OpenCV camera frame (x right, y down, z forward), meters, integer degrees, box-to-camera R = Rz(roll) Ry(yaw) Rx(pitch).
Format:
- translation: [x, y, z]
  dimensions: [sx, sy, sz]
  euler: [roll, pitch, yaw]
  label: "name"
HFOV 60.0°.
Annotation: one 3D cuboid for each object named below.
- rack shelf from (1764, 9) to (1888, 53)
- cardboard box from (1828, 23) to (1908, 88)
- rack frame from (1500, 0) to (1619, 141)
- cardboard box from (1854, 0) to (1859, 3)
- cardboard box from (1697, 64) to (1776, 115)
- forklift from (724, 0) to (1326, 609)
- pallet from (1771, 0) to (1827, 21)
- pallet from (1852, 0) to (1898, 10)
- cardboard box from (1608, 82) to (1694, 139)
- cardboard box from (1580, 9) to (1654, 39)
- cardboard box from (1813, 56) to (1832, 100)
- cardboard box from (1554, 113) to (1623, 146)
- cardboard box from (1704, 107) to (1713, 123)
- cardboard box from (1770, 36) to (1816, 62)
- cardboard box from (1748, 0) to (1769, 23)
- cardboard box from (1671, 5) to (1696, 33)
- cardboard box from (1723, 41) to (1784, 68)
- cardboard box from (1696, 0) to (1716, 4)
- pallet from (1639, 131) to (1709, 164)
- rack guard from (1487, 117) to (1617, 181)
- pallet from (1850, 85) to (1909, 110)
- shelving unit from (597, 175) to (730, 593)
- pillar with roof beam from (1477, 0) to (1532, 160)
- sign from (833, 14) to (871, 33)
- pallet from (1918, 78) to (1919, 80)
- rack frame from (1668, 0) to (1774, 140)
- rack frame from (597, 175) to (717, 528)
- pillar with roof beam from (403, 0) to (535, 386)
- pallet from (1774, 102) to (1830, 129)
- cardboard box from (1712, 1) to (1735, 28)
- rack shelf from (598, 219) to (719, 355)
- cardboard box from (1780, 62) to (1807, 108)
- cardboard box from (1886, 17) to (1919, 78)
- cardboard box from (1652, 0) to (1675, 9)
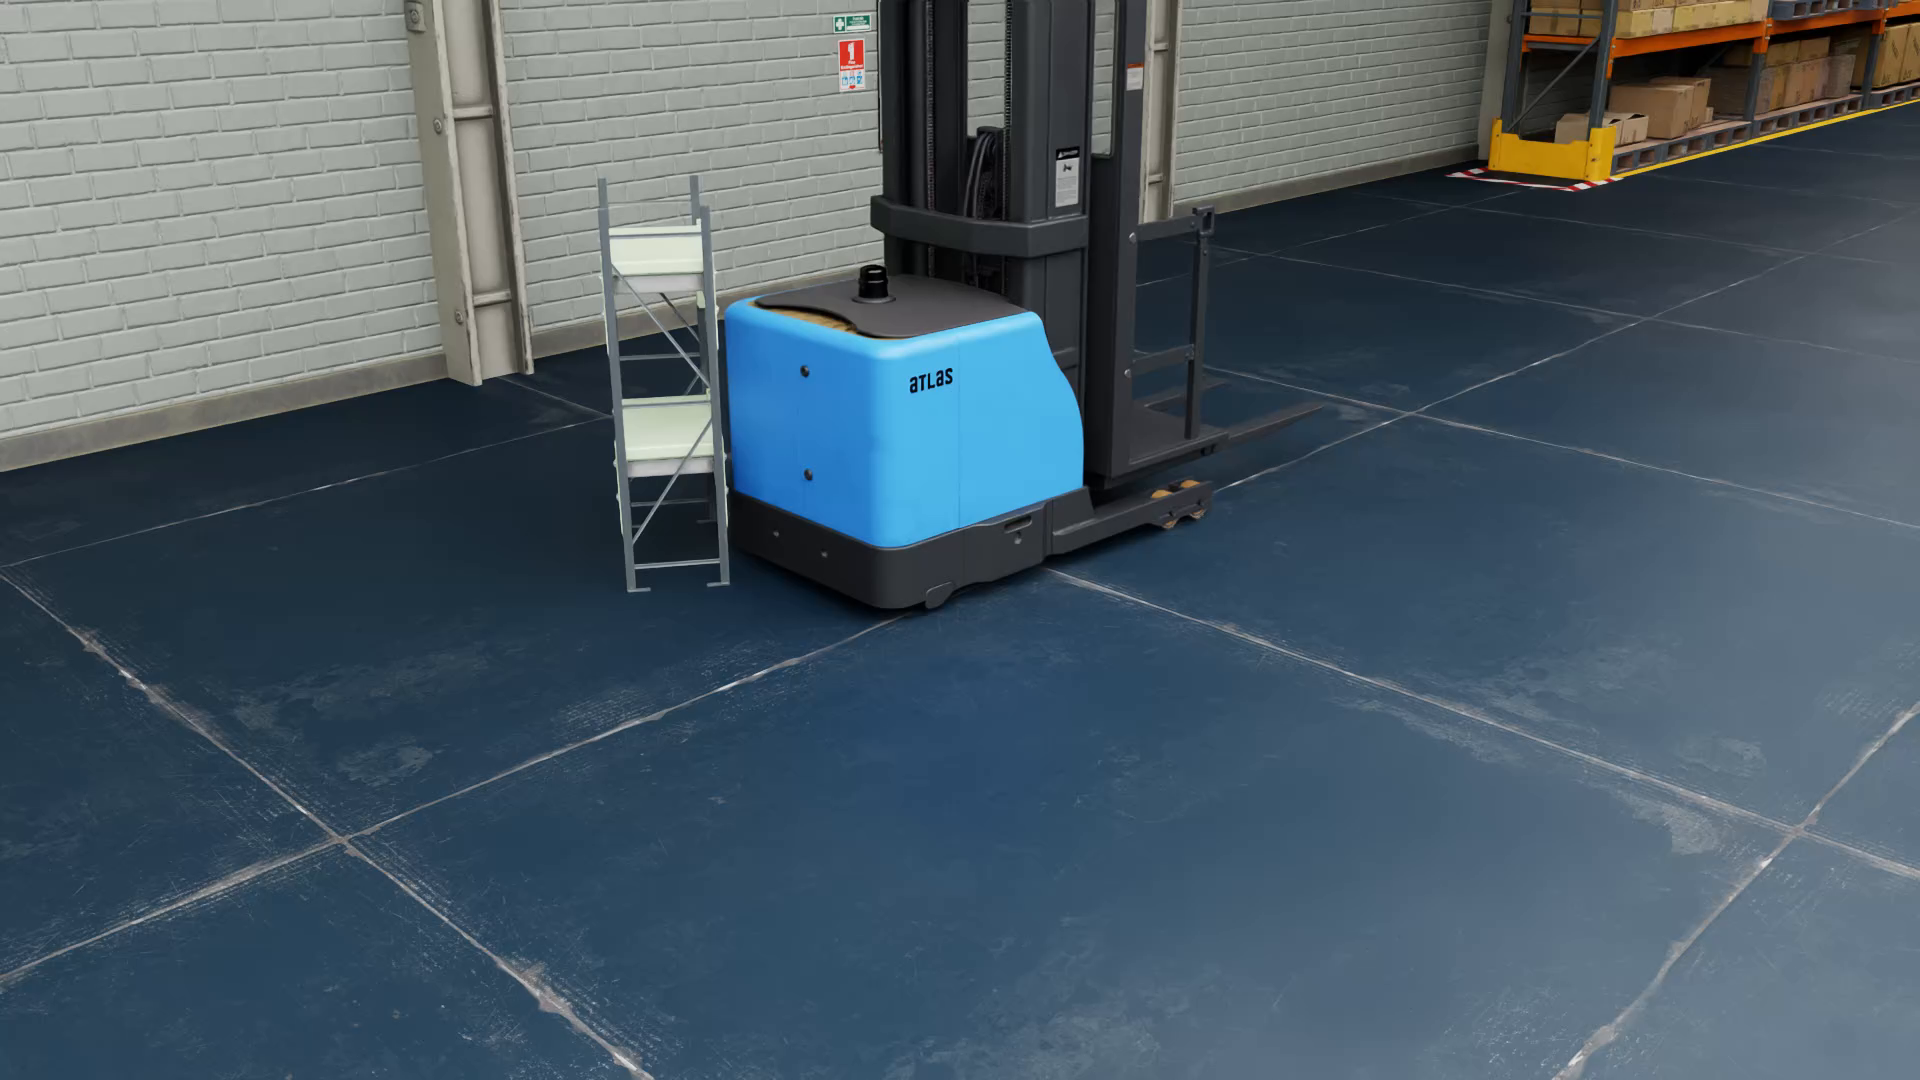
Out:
- translation: [9.993, -6.245, 20.143]
  dimensions: [1.077, 0.370, 4.000]
  euler: [19, 28, 41]
  label: "rack shelf"
- translation: [11.995, -6.443, 22.069]
  dimensions: [0.750, 0.750, 0.750]
  euler: [19, 28, 40]
  label: "cardboard box"
- translation: [5.807, -5.038, 16.002]
  dimensions: [1.000, 3.000, 0.127]
  euler: [19, 28, 41]
  label: "rack frame"
- translation: [11.784, -7.013, 21.463]
  dimensions: [0.380, 0.149, 0.250]
  euler: [19, 28, 40]
  label: "cardboard box"
- translation: [9.099, -5.298, 19.549]
  dimensions: [0.500, 0.500, 0.700]
  euler: [-19, 28, -40]
  label: "cardboard box"
- translation: [0.475, -1.537, 6.989]
  dimensions: [3.031, 2.935, 1.130]
  euler: [-19, 28, -40]
  label: "forklift"
- translation: [9.235, -6.137, 19.128]
  dimensions: [1.003, 0.211, 1.213]
  euler: [19, 28, 41]
  label: "pallet"
- translation: [10.968, -6.795, 20.840]
  dimensions: [1.213, 0.211, 1.003]
  euler: [19, 28, 41]
  label: "pallet"
- translation: [7.300, -4.555, 17.615]
  dimensions: [0.700, 0.500, 0.500]
  euler: [17, 27, 37]
  label: "cardboard box"
- translation: [6.375, -5.024, 16.145]
  dimensions: [0.500, 0.250, 0.500]
  euler: [18, 28, 39]
  label: "cardboard box"
- translation: [10.481, -5.832, 20.937]
  dimensions: [0.700, 0.500, 0.500]
  euler: [19, 28, 41]
  label: "cardboard box"
- translation: [6.355, -4.144, 16.809]
  dimensions: [0.500, 0.311, 0.500]
  euler: [15, 26, 35]
  label: "cardboard box"
- translation: [8.246, -4.804, 18.729]
  dimensions: [0.380, 0.166, 0.250]
  euler: [15, 26, 34]
  label: "cardboard box"
- translation: [10.126, -6.021, 20.384]
  dimensions: [0.500, 0.250, 0.500]
  euler: [19, 28, 40]
  label: "cardboard box"
- translation: [8.485, -5.808, 18.186]
  dimensions: [0.500, 0.250, 0.500]
  euler: [19, 28, 41]
  label: "cardboard box"
- translation: [7.087, -5.290, 16.838]
  dimensions: [0.500, 0.250, 0.500]
  euler: [19, 28, 40]
  label: "cardboard box"
- translation: [9.404, -5.762, 19.712]
  dimensions: [0.500, 0.250, 0.500]
  euler: [19, 28, 40]
  label: "cardboard box"
- translation: [7.424, -5.767, 17.033]
  dimensions: [0.500, 0.500, 0.500]
  euler: [-19, 28, -40]
  label: "cardboard box"
- translation: [7.304, -4.268, 17.885]
  dimensions: [1.003, 0.211, 1.213]
  euler: [19, 28, 41]
  label: "pallet"
- translation: [5.861, -3.891, 16.501]
  dimensions: [1.175, 0.500, 0.348]
  euler: [19, 28, 41]
  label: "rack guard"
- translation: [11.992, -5.977, 22.330]
  dimensions: [1.003, 0.211, 1.213]
  euler: [19, 28, 41]
  label: "pallet"
- translation: [-1.186, -0.638, 6.645]
  dimensions: [0.431, 1.500, 0.755]
  euler: [-4, 21, -11]
  label: "shelving unit"
- translation: [8.761, -7.157, 13.154]
  dimensions: [9.100, 9.000, 0.400]
  euler: [19, 28, 41]
  label: "pillar with roof beam"
- translation: [-0.711, -3.413, 10.986]
  dimensions: [0.001, 0.109, 0.331]
  euler: [19, 28, 41]
  label: "sign"
- translation: [13.694, -6.604, 23.962]
  dimensions: [1.003, 0.211, 1.213]
  euler: [19, 28, 41]
  label: "pallet"
- translation: [8.598, -6.066, 18.677]
  dimensions: [1.000, 3.000, 0.127]
  euler: [19, 28, 41]
  label: "rack frame"
- translation: [-1.259, -0.767, 6.979]
  dimensions: [0.400, 1.500, 0.023]
  euler: [-4, 21, -11]
  label: "rack frame"
- translation: [0.389, -4.073, 5.128]
  dimensions: [9.100, 9.000, 0.400]
  euler: [19, 28, 41]
  label: "pillar with roof beam"
- translation: [9.991, -5.280, 20.519]
  dimensions: [1.003, 0.211, 1.213]
  euler: [19, 28, 41]
  label: "pallet"
- translation: [7.791, -5.549, 17.512]
  dimensions: [0.500, 0.250, 0.500]
  euler: [19, 28, 40]
  label: "cardboard box"
- translation: [-1.186, -1.003, 6.505]
  dimensions: [0.431, 0.370, 0.720]
  euler: [-4, 21, -11]
  label: "rack shelf"
- translation: [9.809, -5.565, 20.243]
  dimensions: [0.700, 0.500, 0.500]
  euler: [20, 28, 41]
  label: "cardboard box"
- translation: [13.201, -6.887, 23.222]
  dimensions: [0.750, 0.750, 0.750]
  euler: [-19, 28, -40]
  label: "cardboard box"
- translation: [6.708, -5.500, 16.338]
  dimensions: [0.500, 0.500, 0.500]
  euler: [19, 28, 41]
  label: "cardboard box"
